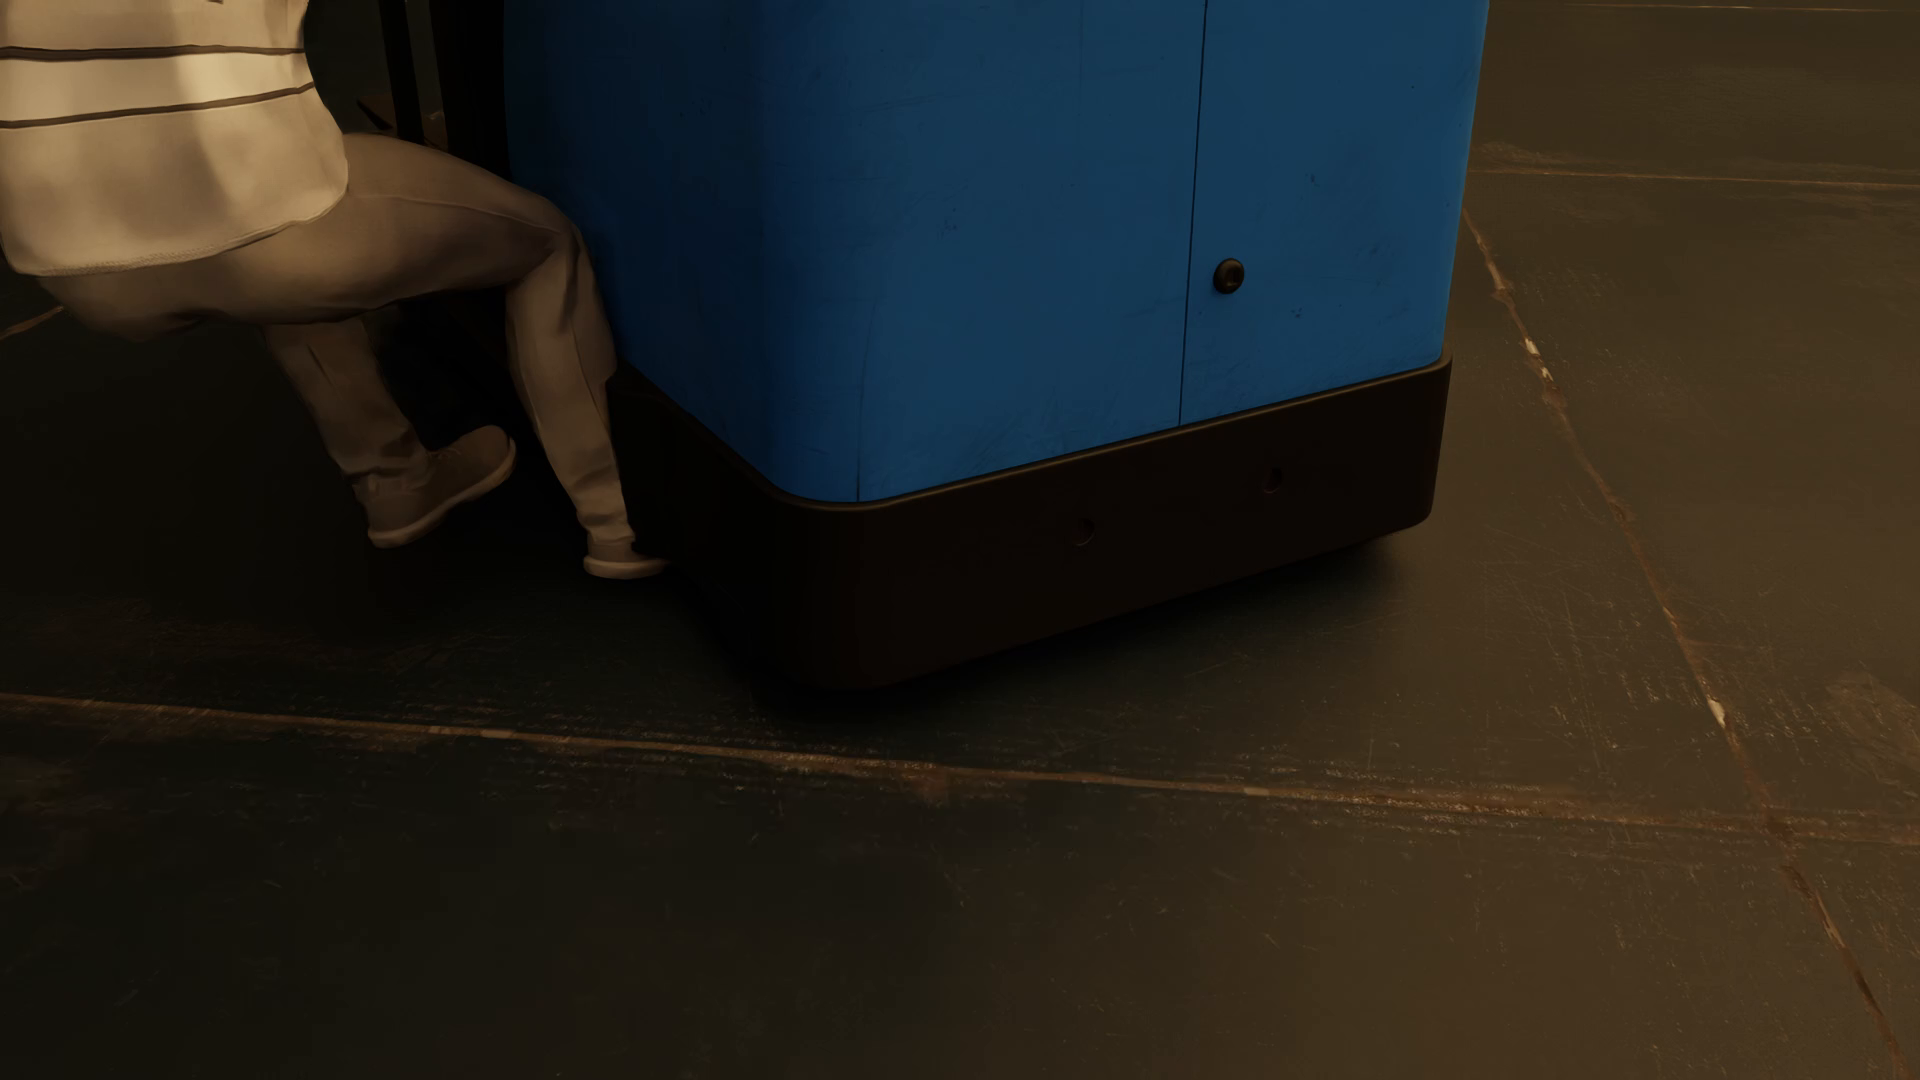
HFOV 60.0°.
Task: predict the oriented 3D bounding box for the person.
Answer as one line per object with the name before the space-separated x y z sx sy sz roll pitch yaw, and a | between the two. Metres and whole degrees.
person | -0.982 -0.473 1.979 1.308 1.360 0.687 -2 27 -3

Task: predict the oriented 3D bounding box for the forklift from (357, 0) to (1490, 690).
forklift | -0.490 -1.750 2.726 1.130 2.935 3.031 -15 30 -27
